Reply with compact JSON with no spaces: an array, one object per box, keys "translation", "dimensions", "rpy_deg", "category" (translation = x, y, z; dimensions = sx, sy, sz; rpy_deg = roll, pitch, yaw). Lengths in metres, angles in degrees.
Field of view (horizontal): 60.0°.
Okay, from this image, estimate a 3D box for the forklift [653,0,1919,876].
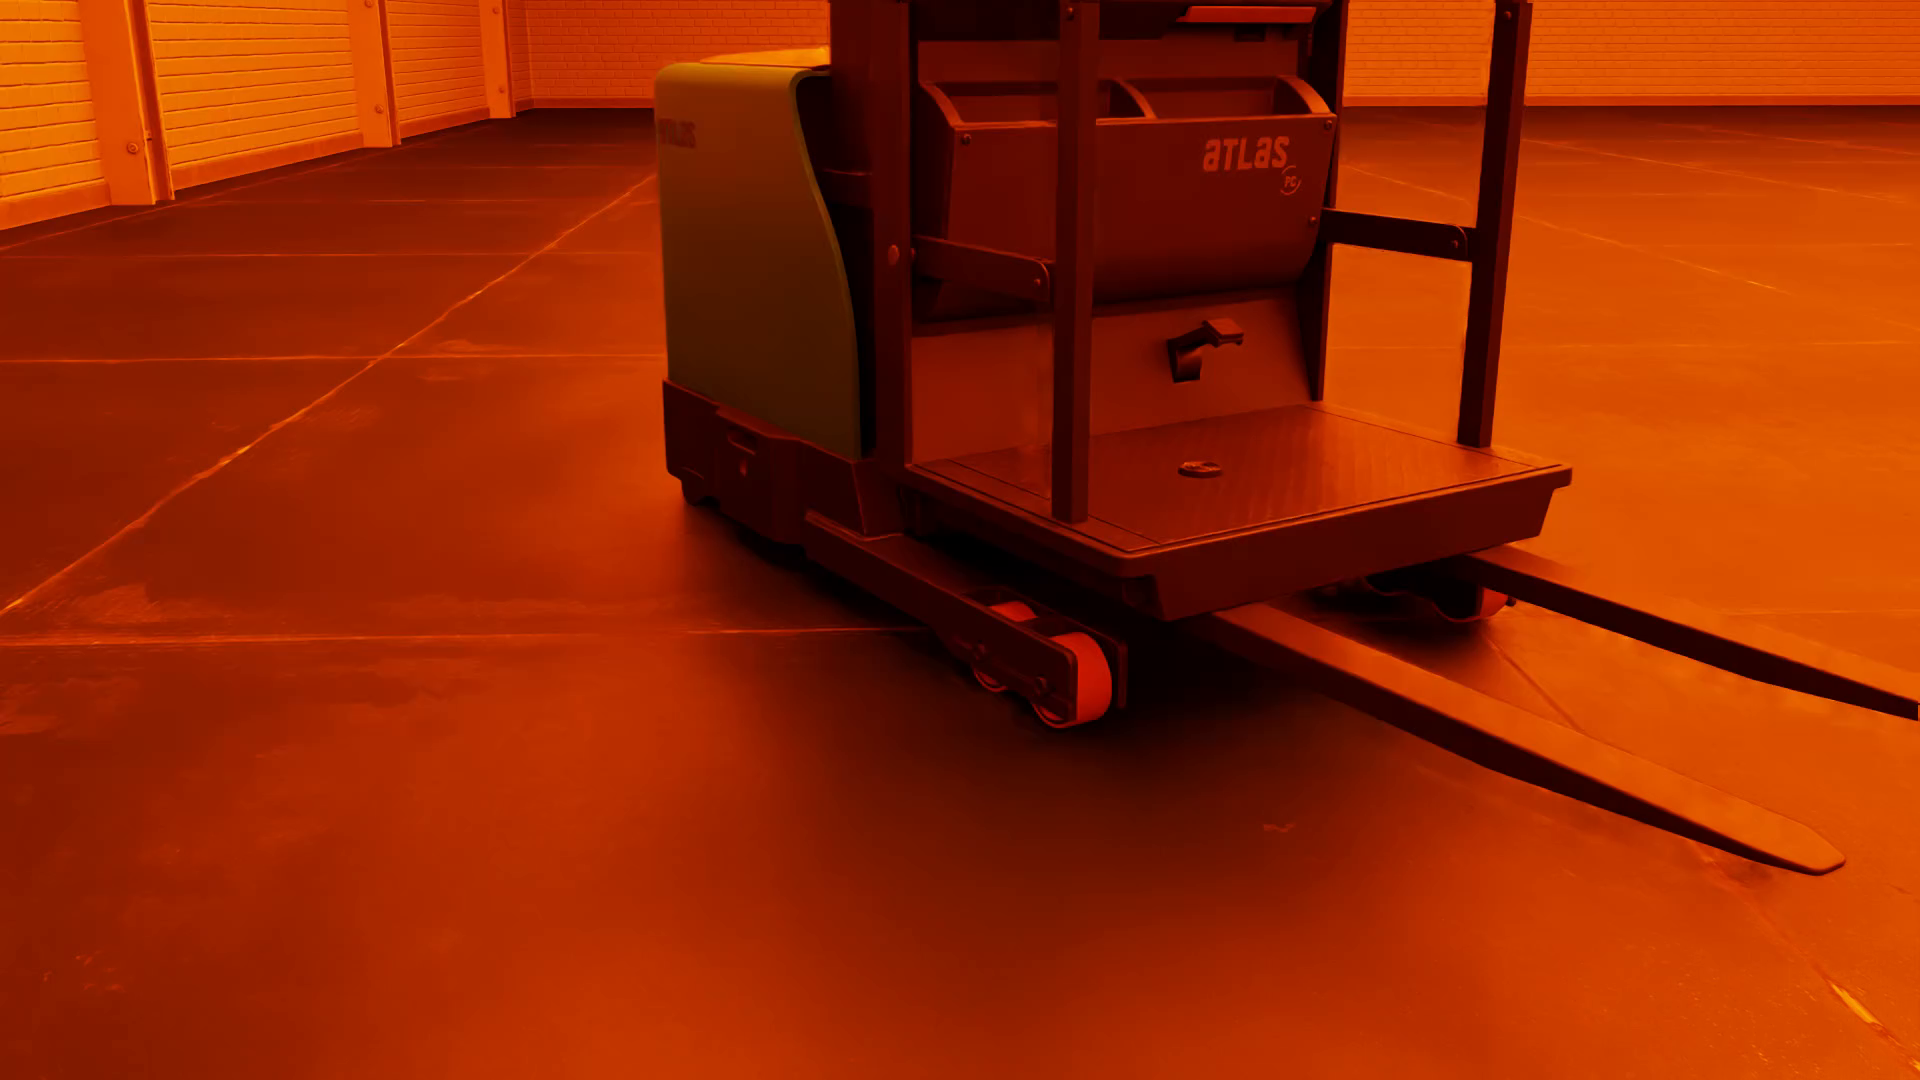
[{"translation":[0.459,-1.233,2.938],"dimensions":[1.130,2.935,3.031],"rpy_deg":[-10,20,-31],"category":"forklift"}]
